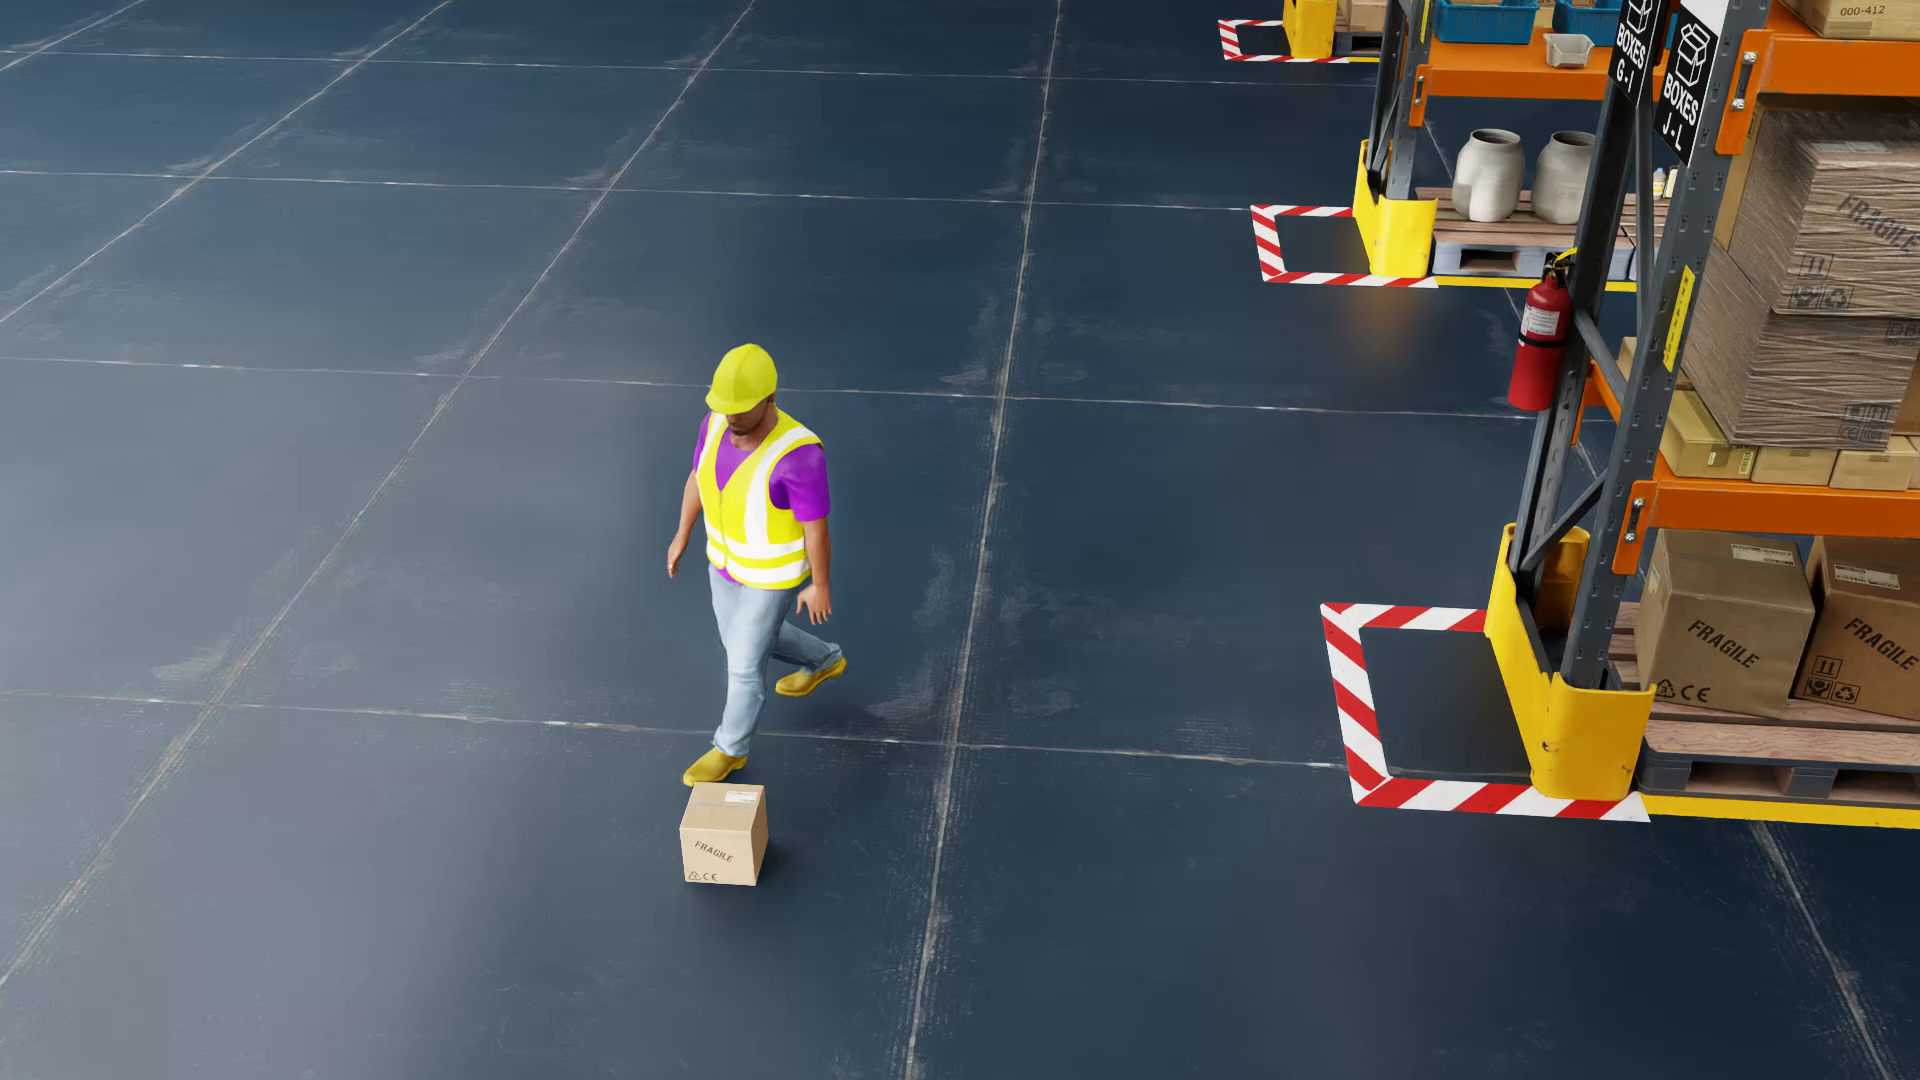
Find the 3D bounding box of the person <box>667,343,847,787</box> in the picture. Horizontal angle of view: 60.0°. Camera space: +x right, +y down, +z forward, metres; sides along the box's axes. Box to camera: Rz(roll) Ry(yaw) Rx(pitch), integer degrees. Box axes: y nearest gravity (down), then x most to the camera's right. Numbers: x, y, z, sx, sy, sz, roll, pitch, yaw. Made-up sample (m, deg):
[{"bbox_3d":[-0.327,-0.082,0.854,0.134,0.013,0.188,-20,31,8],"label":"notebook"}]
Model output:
[{"bbox_3d":[-0.741,0.059,6.022,0.822,1.754,0.654,-27,41,-36],"label":"person"}]
